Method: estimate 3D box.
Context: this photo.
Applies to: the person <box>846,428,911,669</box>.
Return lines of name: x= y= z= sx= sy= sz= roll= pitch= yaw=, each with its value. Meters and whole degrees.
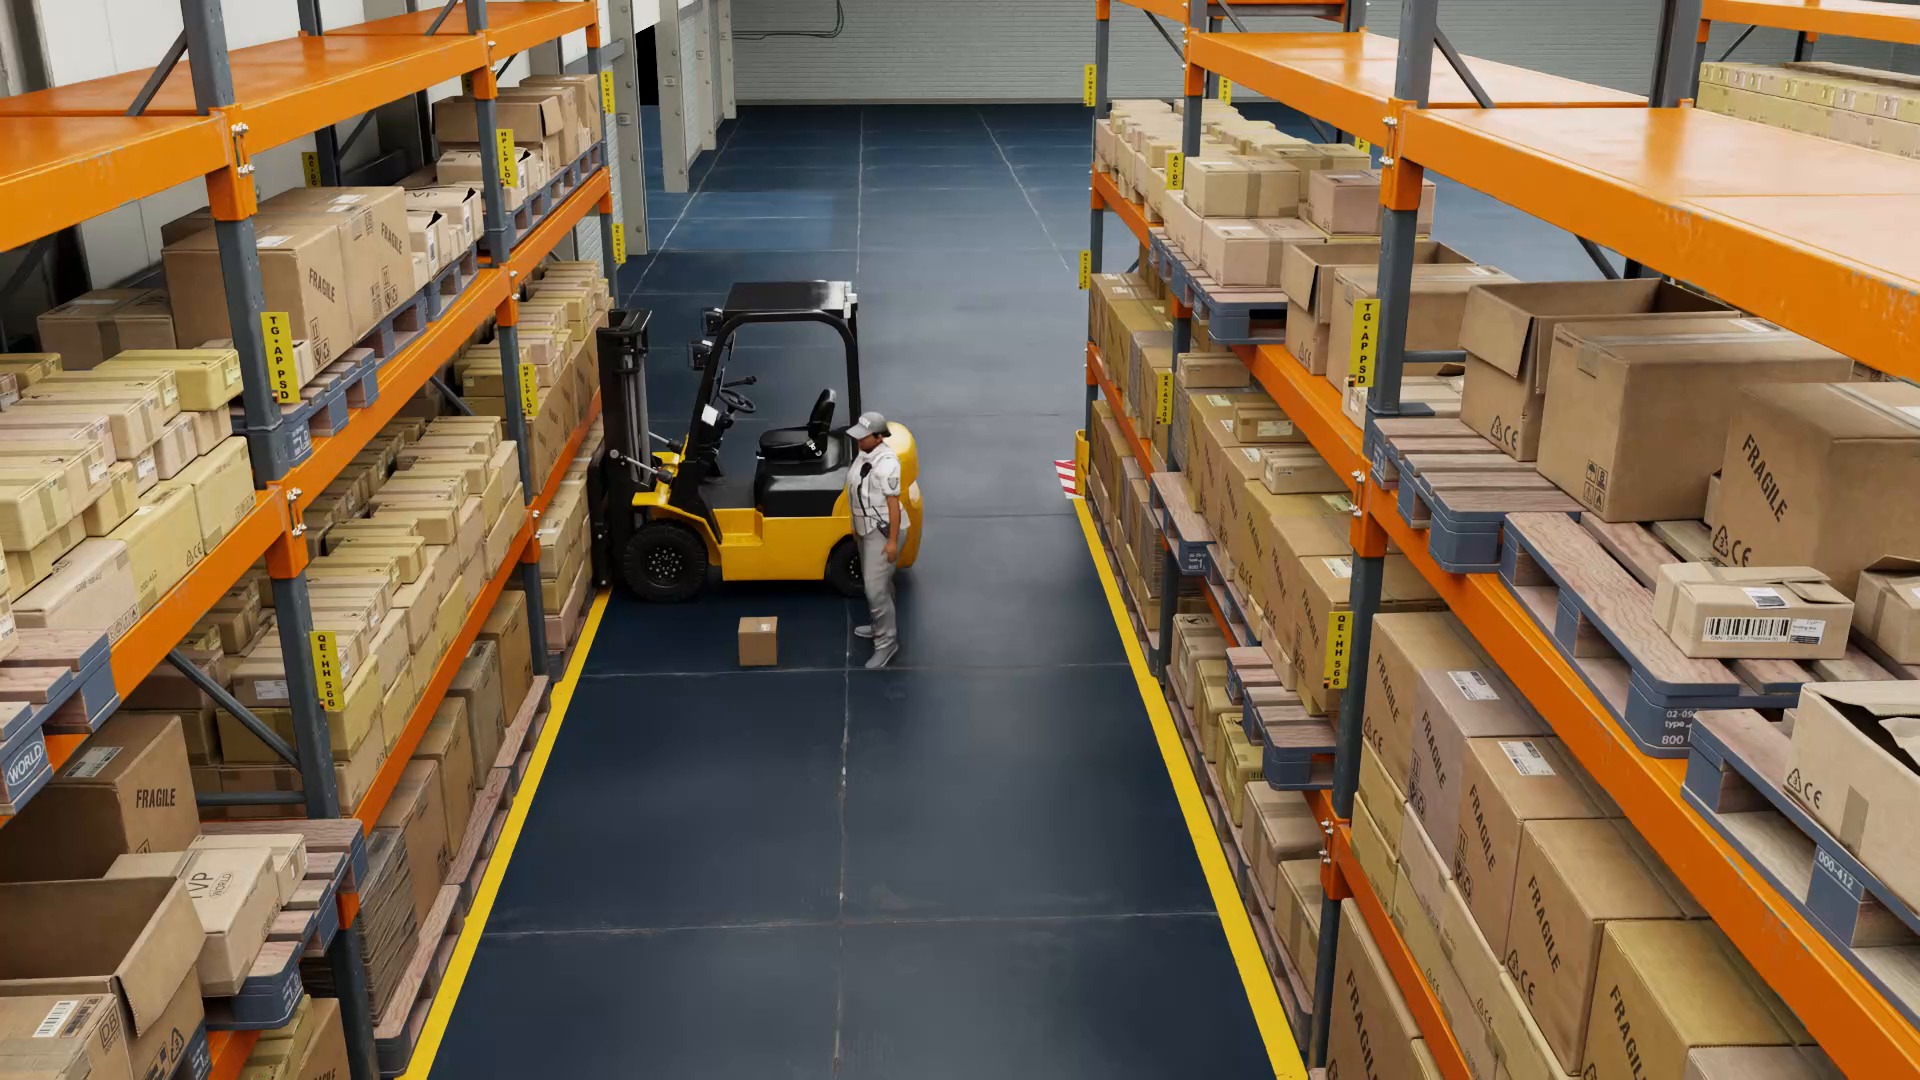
person: x=-0.551 y=-0.013 z=11.165 sx=0.406 sy=1.685 sz=0.617 roll=-8 pitch=22 yaw=-21
